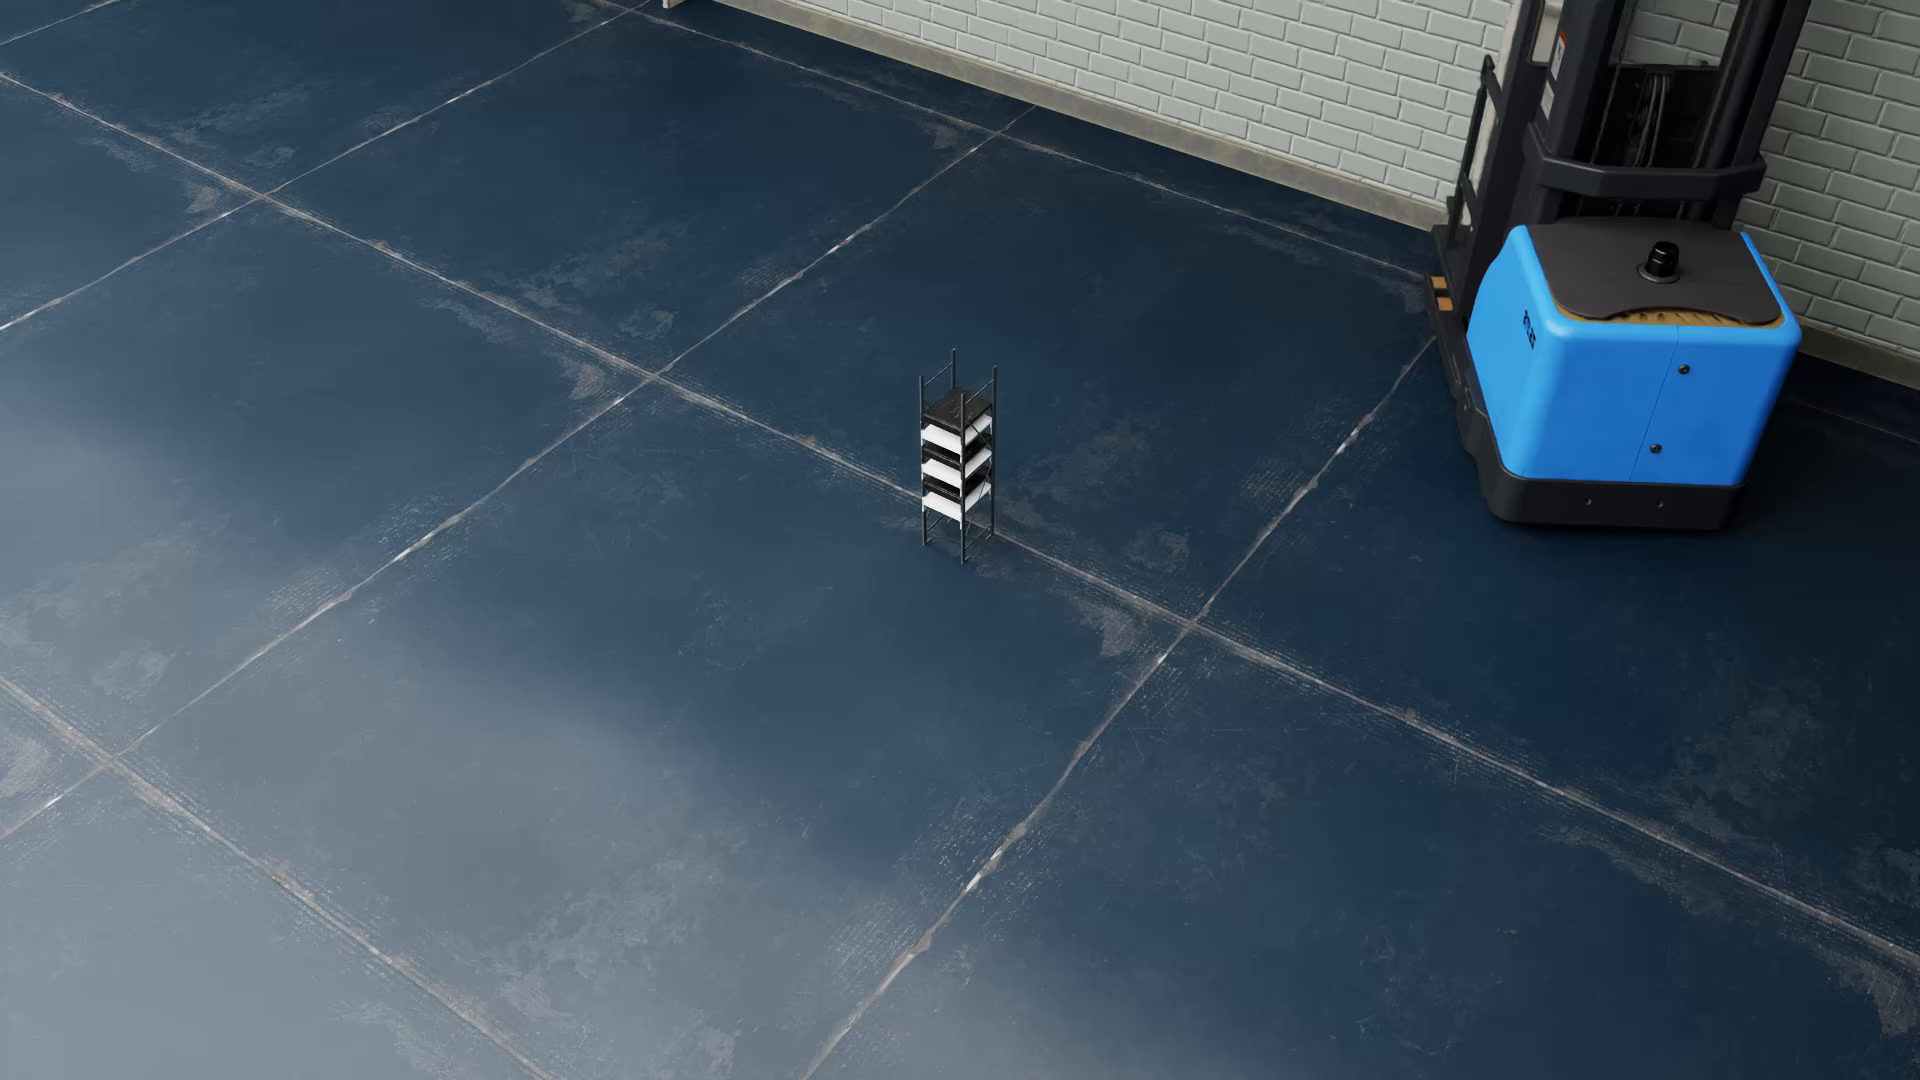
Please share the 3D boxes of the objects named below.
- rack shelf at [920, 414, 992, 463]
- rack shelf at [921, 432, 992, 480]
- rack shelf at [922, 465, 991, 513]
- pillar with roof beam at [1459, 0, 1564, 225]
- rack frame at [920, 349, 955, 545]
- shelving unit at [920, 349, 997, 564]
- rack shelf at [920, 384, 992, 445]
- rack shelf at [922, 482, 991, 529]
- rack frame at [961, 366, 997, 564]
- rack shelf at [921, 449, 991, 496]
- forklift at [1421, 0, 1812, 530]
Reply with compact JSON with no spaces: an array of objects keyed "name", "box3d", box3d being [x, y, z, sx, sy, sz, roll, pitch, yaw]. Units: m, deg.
[{"name":"rack shelf","box3d":[-0.007,-0.448,6.856,0.200,0.077,0.258,25,48,25]},{"name":"rack shelf","box3d":[-0.007,-0.381,6.916,0.200,0.077,0.258,25,48,25]},{"name":"rack shelf","box3d":[-0.007,-0.247,7.036,0.200,0.077,0.258,25,48,25]},{"name":"pillar with roof beam","box3d":[0.390,-2.470,3.261,0.400,9.000,9.100,25,48,25]},{"name":"rack frame","box3d":[-0.090,-0.377,6.997,0.006,0.900,0.240,25,48,25]},{"name":"shelving unit","box3d":[-0.007,-0.338,6.953,0.210,0.900,0.258,25,48,25]},{"name":"rack shelf","box3d":[-0.007,-0.515,6.796,0.200,0.077,0.258,25,48,25]},{"name":"rack shelf","box3d":[-0.007,-0.179,7.096,0.200,0.077,0.258,25,48,25]},{"name":"rack frame","box3d":[0.077,-0.300,6.910,0.006,0.900,0.240,25,48,25]},{"name":"rack shelf","box3d":[-0.007,-0.314,6.976,0.200,0.077,0.258,25,48,25]},{"name":"forklift","box3d":[2.932,-2.105,7.405,1.130,2.935,3.031,2,42,3]}]
